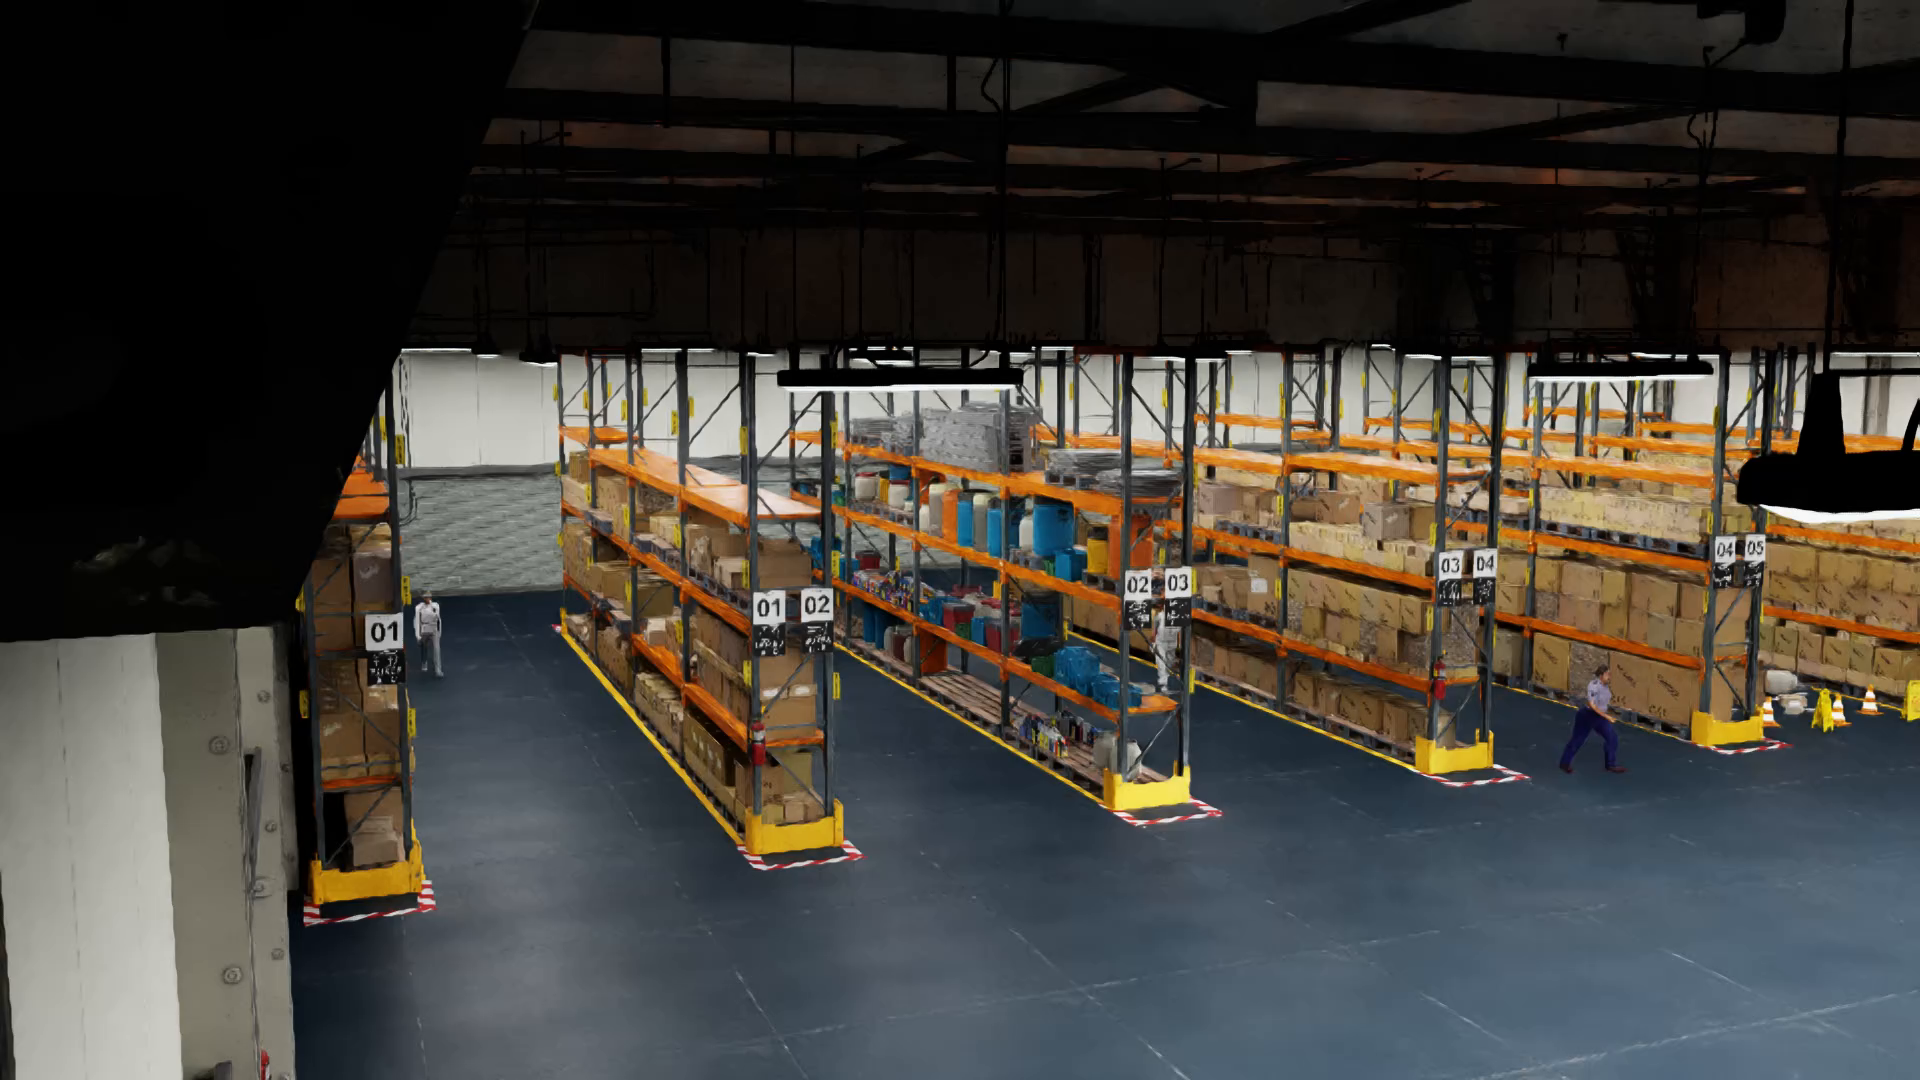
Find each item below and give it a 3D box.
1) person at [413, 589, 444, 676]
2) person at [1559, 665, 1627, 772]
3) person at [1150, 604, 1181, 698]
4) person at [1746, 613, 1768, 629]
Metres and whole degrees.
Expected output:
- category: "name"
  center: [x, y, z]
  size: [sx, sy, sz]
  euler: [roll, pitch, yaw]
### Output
- category: "person"
  center: [-9.721, 1.666, 30.390]
  size: [0.499, 1.584, 1.073]
  euler: [-3, 8, -23]
- category: "person"
  center: [9.041, 2.534, 23.738]
  size: [0.664, 1.583, 0.797]
  euler: [-6, 10, -40]
- category: "person"
  center: [3.601, 1.823, 28.691]
  size: [0.534, 1.726, 1.038]
  euler: [-2, 7, -12]
- category: "person"
  center: [16.417, 1.111, 34.305]
  size: [0.567, 1.718, 0.627]
  euler: [1, 7, 7]
